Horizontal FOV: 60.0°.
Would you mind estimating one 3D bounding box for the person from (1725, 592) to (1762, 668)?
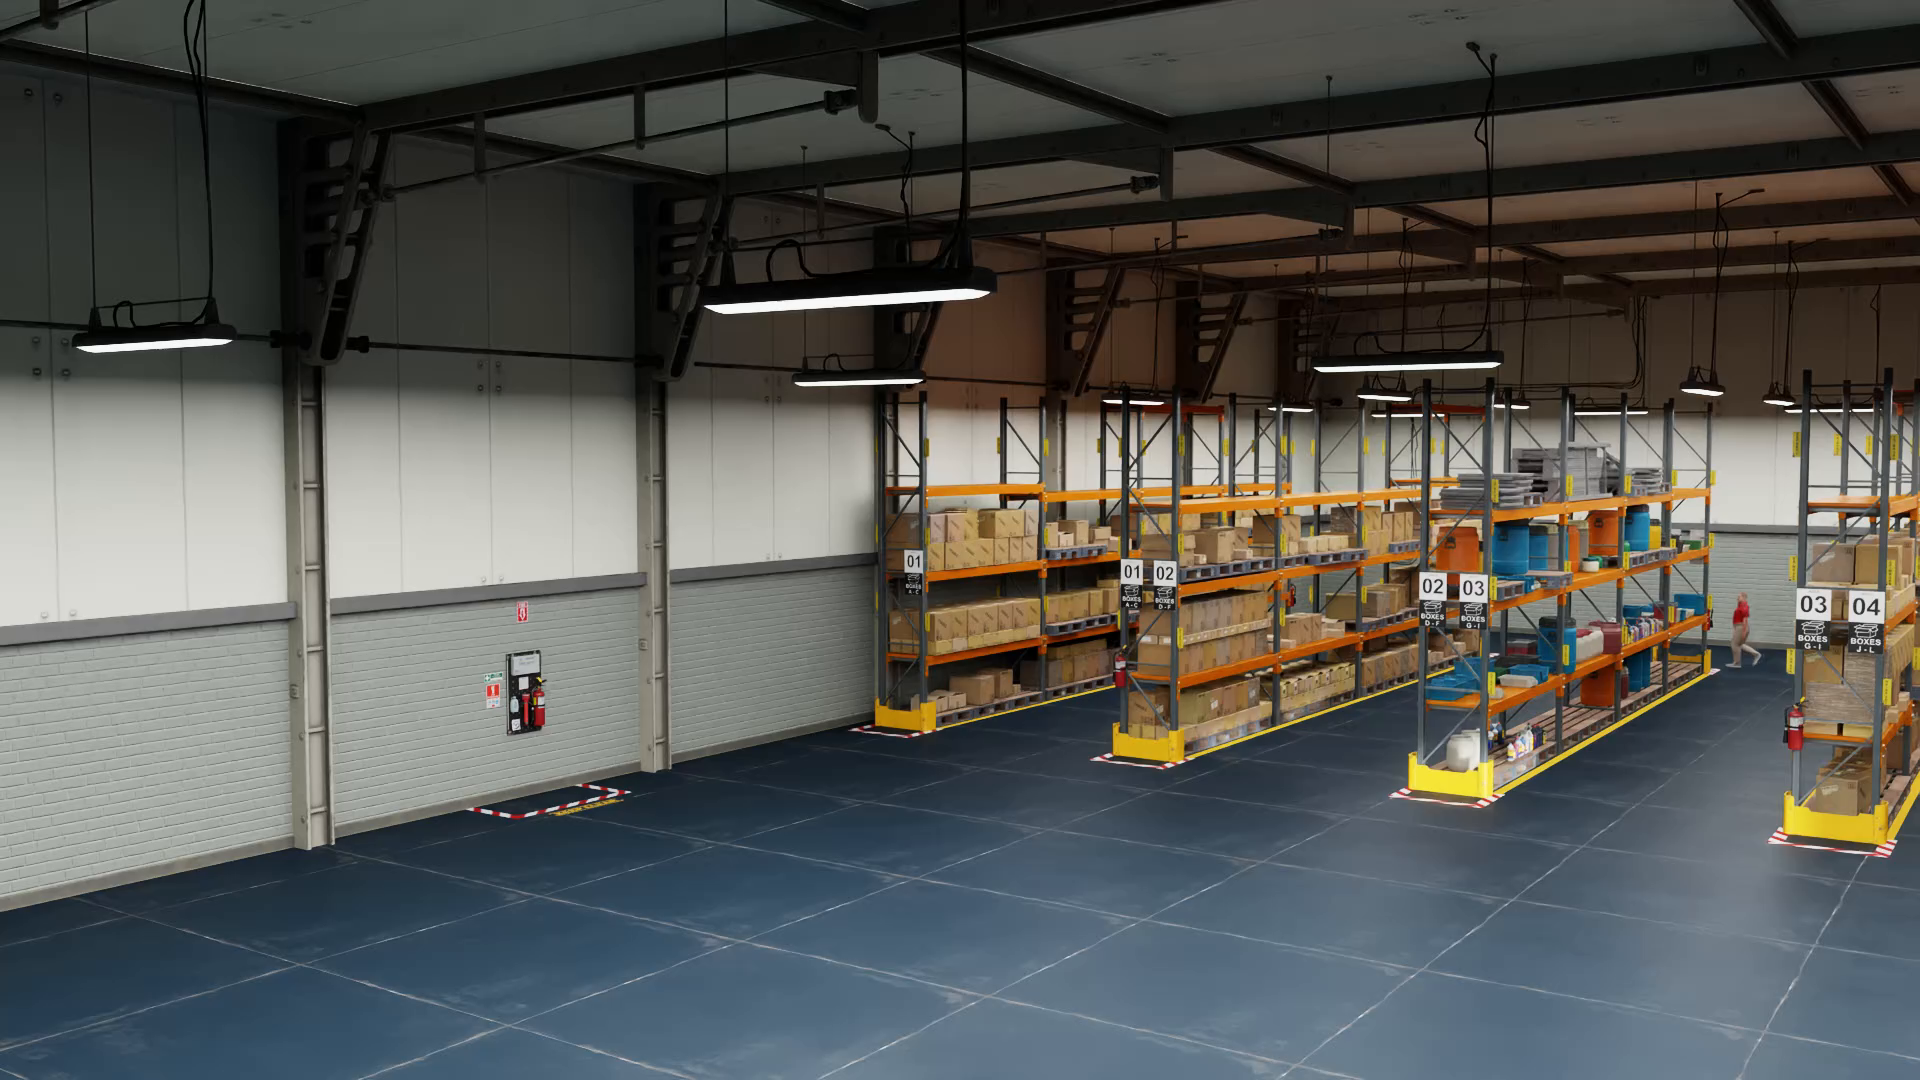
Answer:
[{"bbox_3d":[17.769,2.039,37.676,0.730,1.703,0.535,2,4,31],"label":"person"}]
